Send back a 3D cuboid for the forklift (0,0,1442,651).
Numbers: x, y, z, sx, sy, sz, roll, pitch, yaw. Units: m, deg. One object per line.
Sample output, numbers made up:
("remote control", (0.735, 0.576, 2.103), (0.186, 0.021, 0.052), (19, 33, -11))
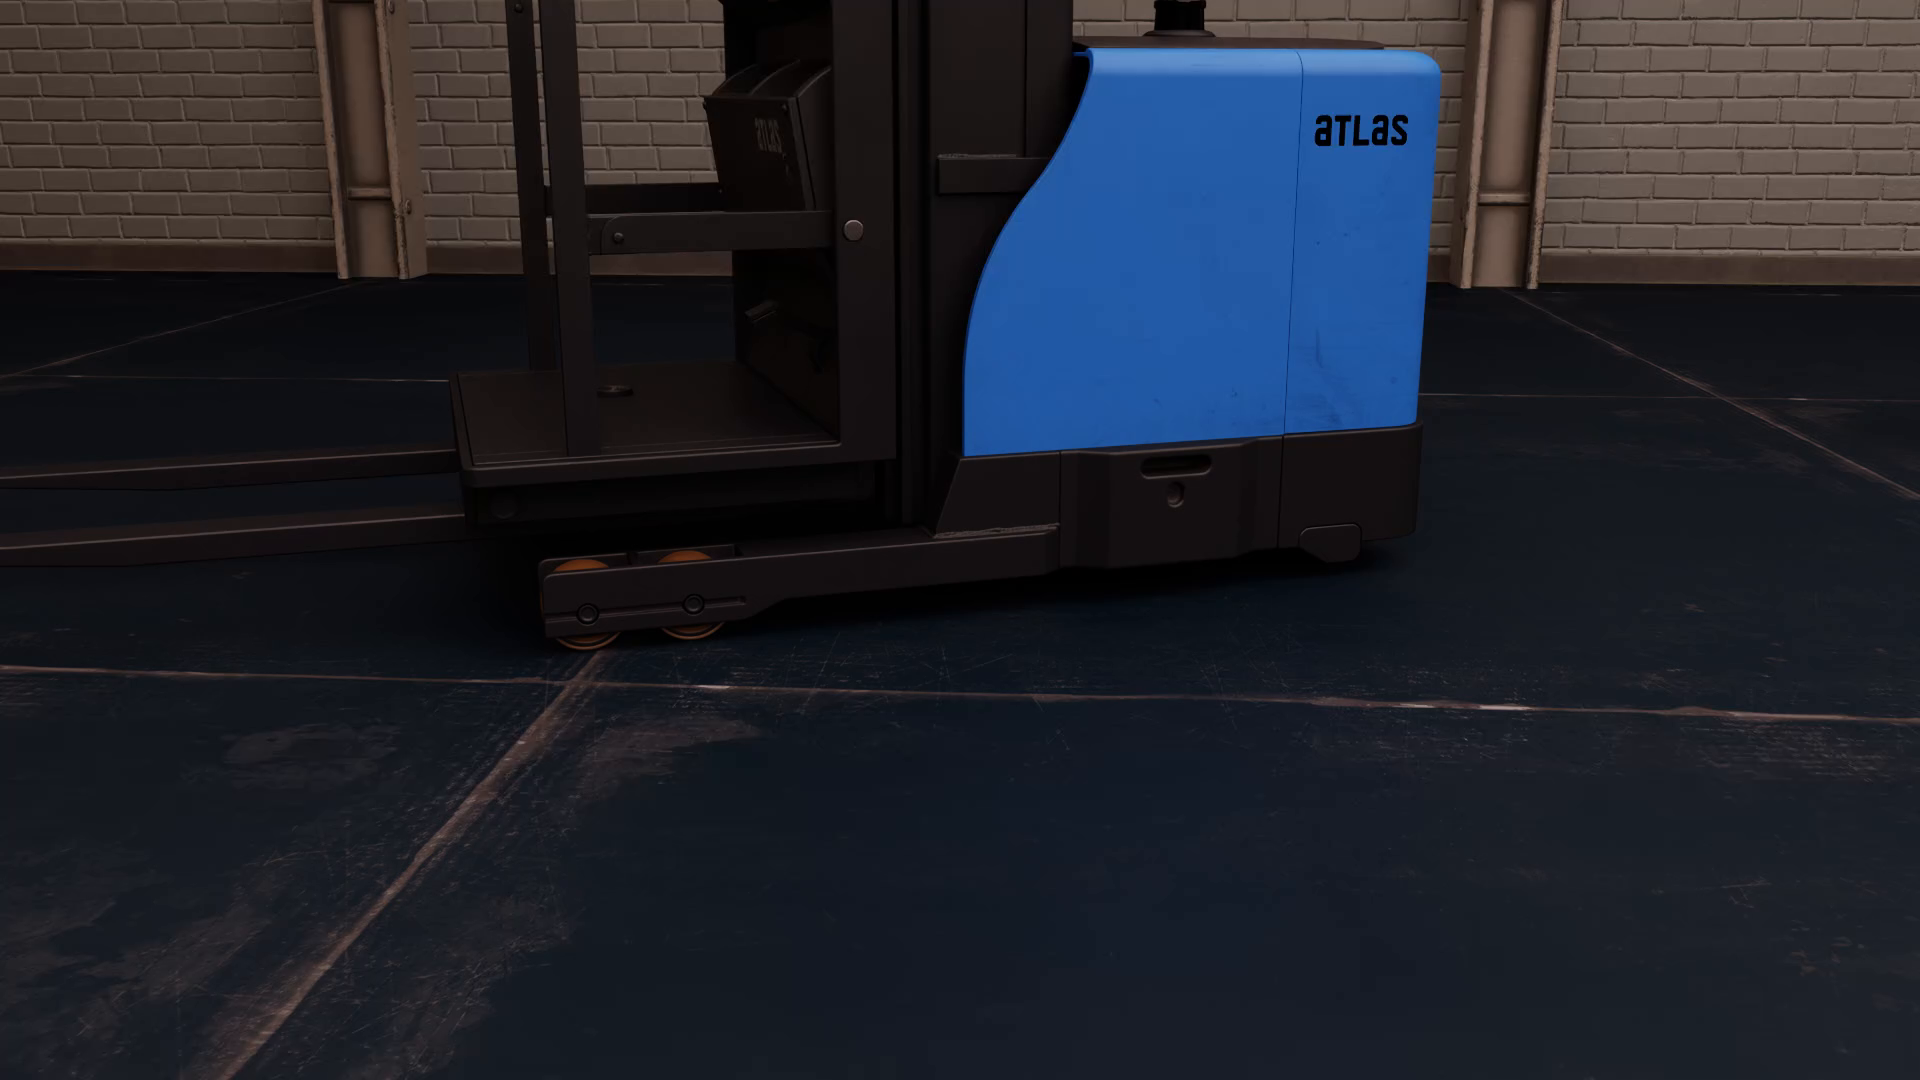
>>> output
("forklift", (-0.580, -1.366, 3.251), (3.031, 2.935, 1.130), (-5, 16, -17))
